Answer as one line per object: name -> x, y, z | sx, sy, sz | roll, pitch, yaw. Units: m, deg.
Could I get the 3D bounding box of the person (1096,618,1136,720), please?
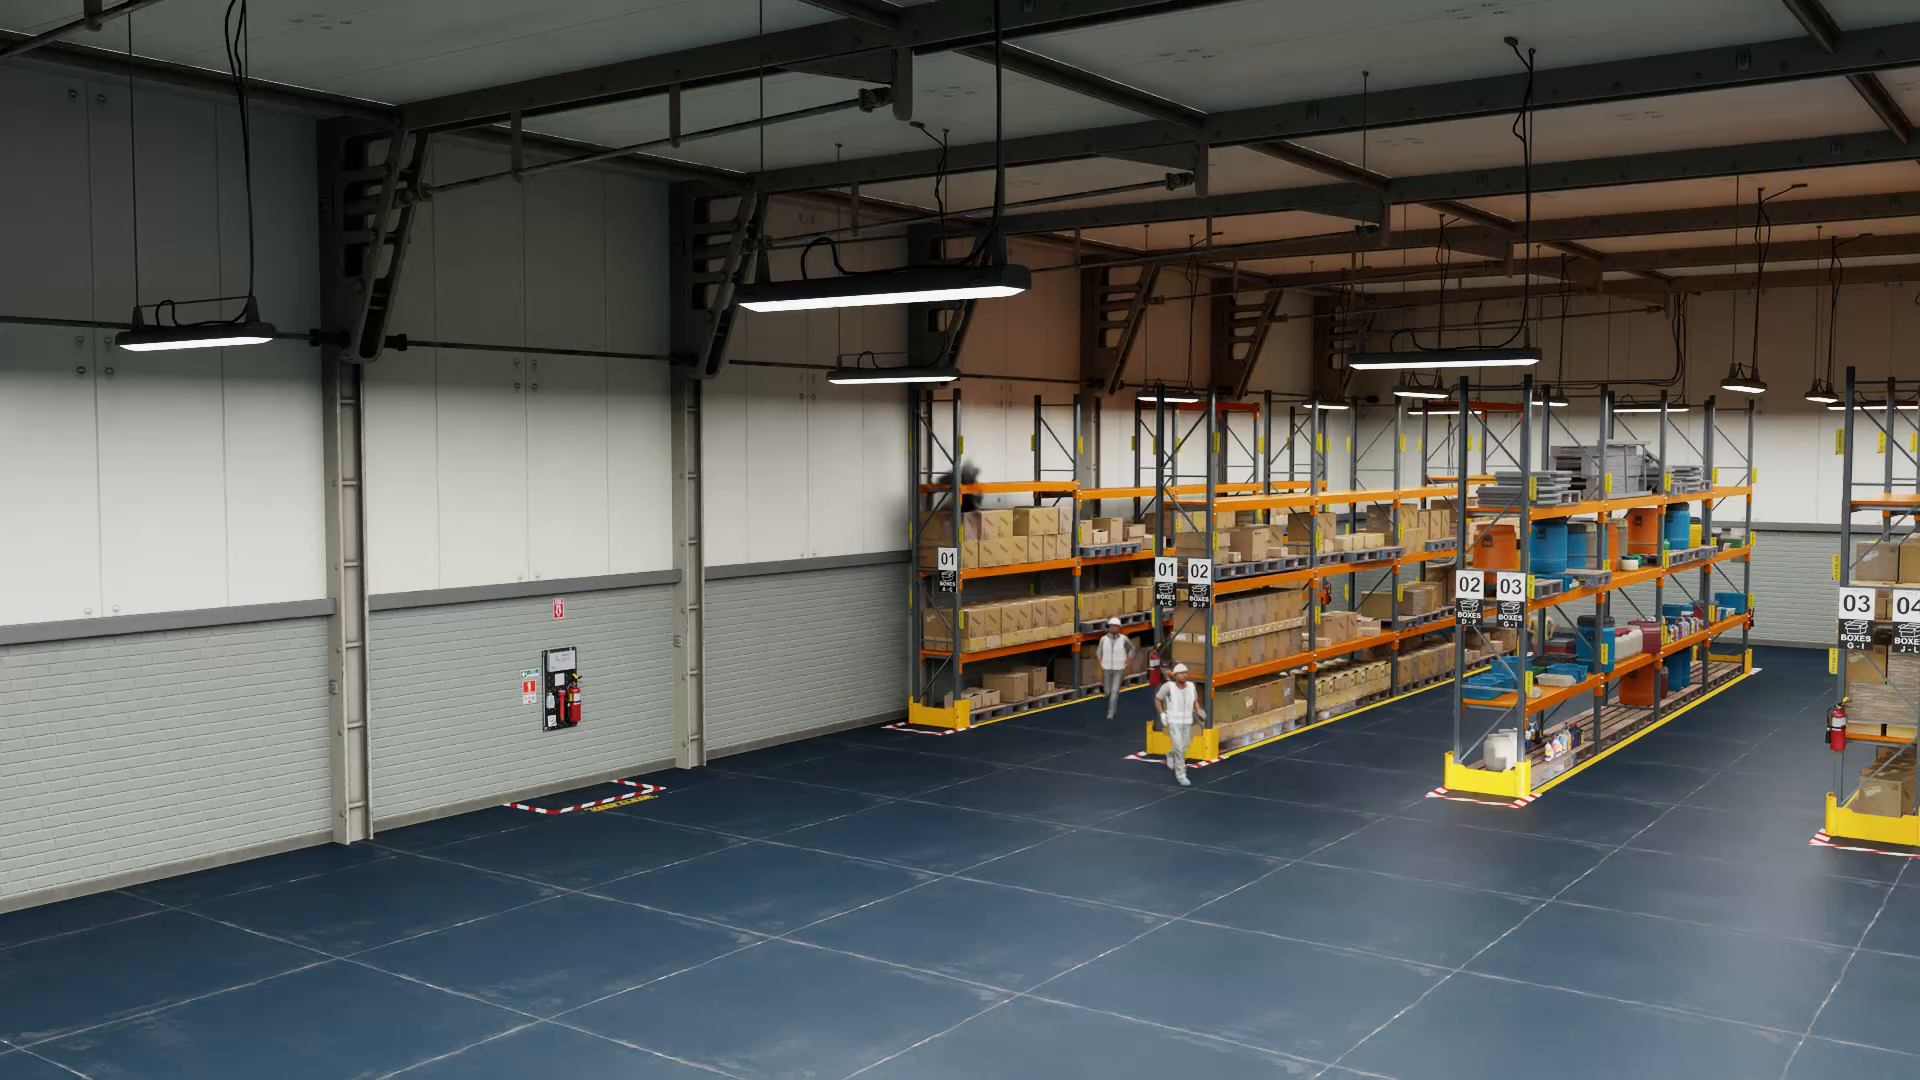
person -> 2.672, 2.214, 28.719 | 0.677, 1.739, 0.905 | 1, 3, 17

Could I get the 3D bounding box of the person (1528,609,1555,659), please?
person -> 12.106, 2.189, 34.749 | 0.561, 1.710, 0.774 | 2, 4, 26

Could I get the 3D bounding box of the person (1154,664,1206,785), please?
person -> 3.201, 2.690, 24.601 | 0.665, 1.753, 0.874 | -1, 3, -20
